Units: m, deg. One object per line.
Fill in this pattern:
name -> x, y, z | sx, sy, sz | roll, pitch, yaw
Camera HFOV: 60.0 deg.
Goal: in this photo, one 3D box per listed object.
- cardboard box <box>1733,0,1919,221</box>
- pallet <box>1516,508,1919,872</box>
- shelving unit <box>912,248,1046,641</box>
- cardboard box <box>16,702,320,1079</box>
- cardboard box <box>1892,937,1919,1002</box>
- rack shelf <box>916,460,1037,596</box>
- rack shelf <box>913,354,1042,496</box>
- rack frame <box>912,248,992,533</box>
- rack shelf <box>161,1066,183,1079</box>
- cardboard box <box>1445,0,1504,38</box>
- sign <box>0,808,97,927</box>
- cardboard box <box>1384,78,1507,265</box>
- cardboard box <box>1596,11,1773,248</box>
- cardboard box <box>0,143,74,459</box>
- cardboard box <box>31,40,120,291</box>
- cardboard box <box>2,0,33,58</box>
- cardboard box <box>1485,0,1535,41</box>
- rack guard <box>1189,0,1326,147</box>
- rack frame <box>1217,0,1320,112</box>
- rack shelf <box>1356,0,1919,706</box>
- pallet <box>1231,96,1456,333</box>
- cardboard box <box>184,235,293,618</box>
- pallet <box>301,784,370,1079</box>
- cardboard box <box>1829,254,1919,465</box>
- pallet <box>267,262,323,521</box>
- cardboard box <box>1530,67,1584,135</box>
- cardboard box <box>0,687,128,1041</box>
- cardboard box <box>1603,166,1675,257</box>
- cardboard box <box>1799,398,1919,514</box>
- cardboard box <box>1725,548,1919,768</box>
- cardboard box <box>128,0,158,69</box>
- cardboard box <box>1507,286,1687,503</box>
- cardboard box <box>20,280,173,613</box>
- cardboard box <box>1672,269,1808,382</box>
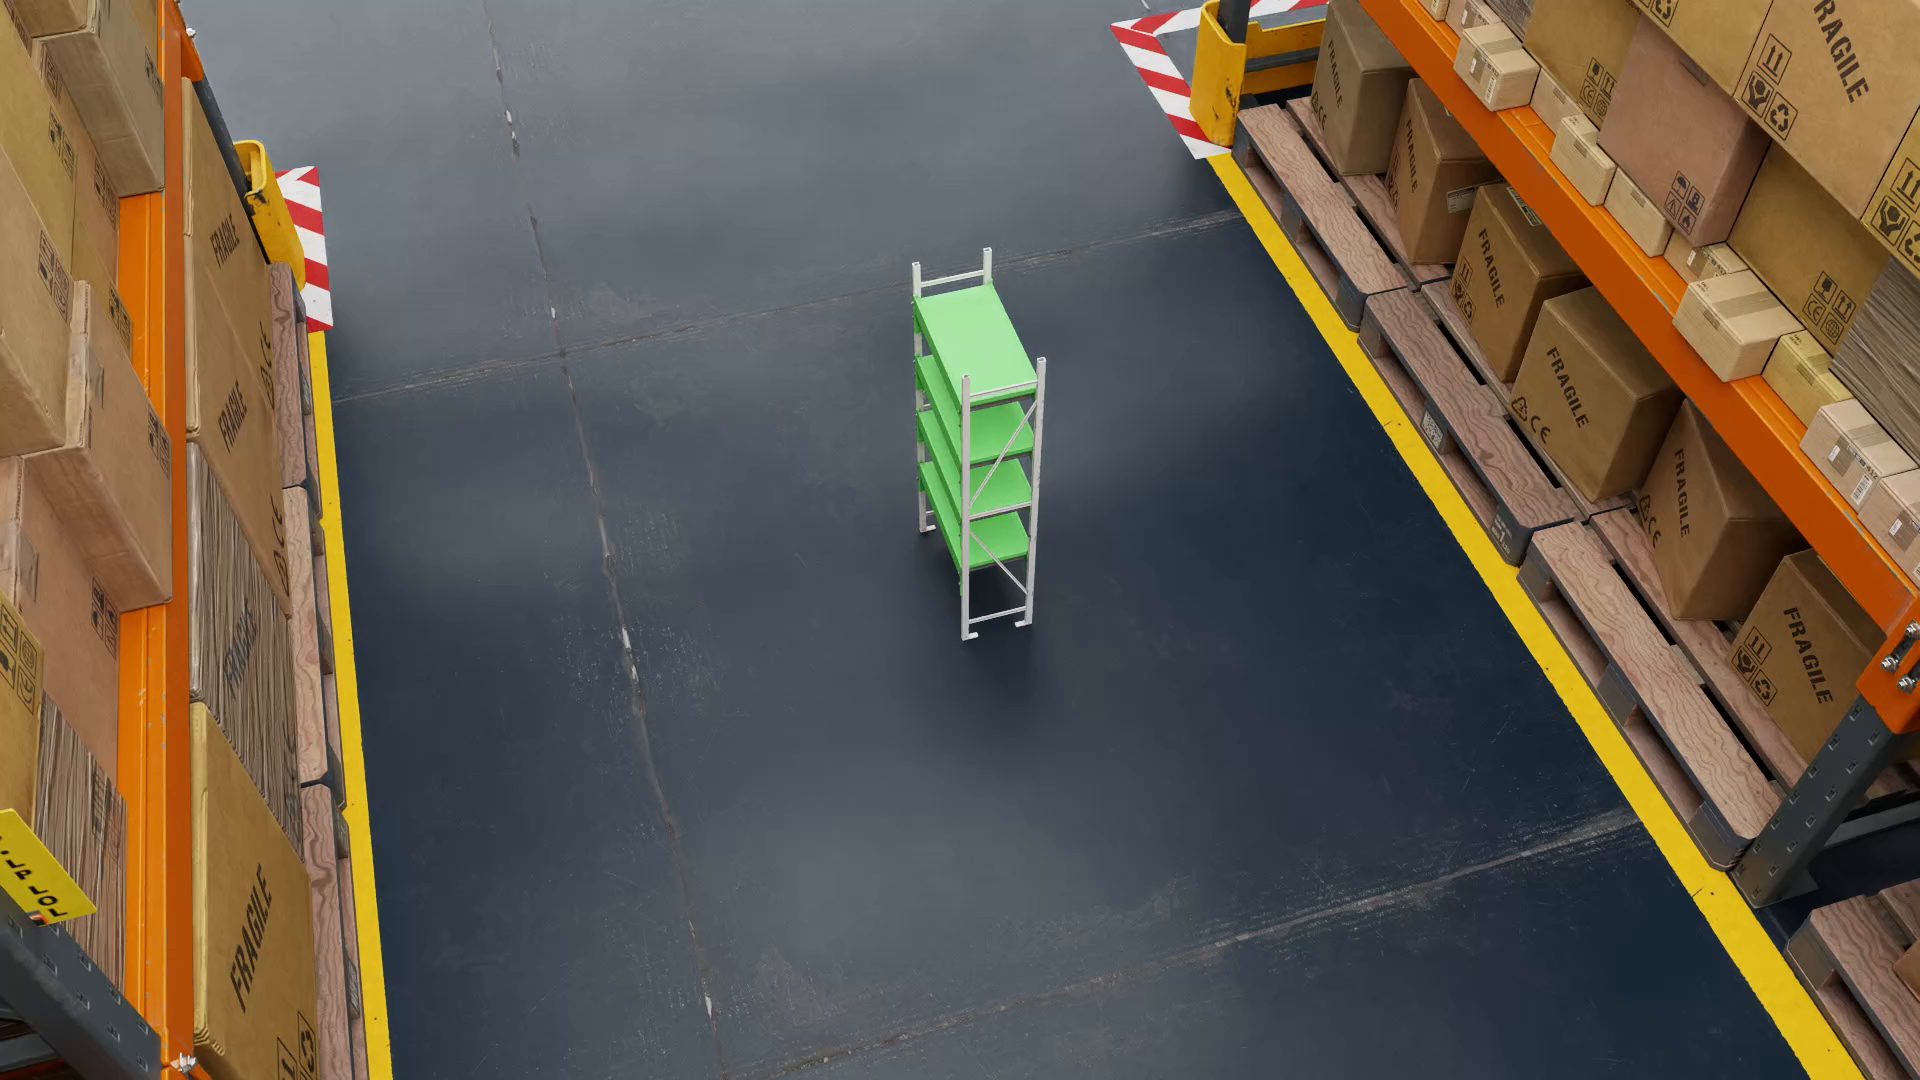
cardboard box -> 2.221, -1.127, 3.824 | 0.500, 0.500, 0.500 | -13, 51, -11
pallet -> 2.534, 0.371, 5.299 | 1.003, 0.211, 1.213 | -13, 51, -11
shelving unit -> 0.049, -0.266, 5.189 | 0.258, 1.200, 0.503 | -13, 51, -11
cardboard box -> -2.121, 1.077, 3.995 | 0.875, 0.875, 0.875 | -13, 51, -10
cardboard box -> 2.927, 1.072, 4.232 | 0.700, 0.500, 0.500 | -17, 52, -14
rack shelf -> 0.049, -0.070, 5.422 | 0.258, 0.148, 0.480 | -13, 51, -11
rack shelf -> 0.049, -0.379, 5.055 | 0.258, 0.148, 0.480 | -13, 51, -11
rack frame -> -0.023, -0.444, 5.340 | 0.240, 1.200, 0.015 | -13, 51, -11
rack shelf -> -1.410, 2.695, 1.987 | 1.077, 0.370, 4.000 | -13, 51, -11
cardboard box -> 1.816, -1.712, 5.396 | 0.380, 0.149, 0.250 | -13, 51, -11
sign -> -1.486, 0.525, 2.640 | 0.100, 0.325, 0.005 | -13, 51, -11
cardboard box -> 1.961, -1.408, 6.335 | 0.500, 0.500, 0.500 | -2, 50, -1
cardboard box -> 2.334, -1.232, 4.566 | 0.875, 0.500, 0.500 | -13, 51, -11
cardboard box -> -2.380, -0.472, 3.382 | 0.875, 0.550, 0.550 | -13, 51, -11
cardboard box -> -2.803, -0.873, 4.426 | 0.875, 0.550, 0.550 | -13, 51, -11
cardboard box -> -2.825, -1.215, 4.008 | 0.875, 0.550, 0.550 | -13, 51, -11
cardboard box -> 2.089, -1.974, 5.192 | 0.875, 0.500, 0.500 | -13, 51, -11
rack guard -> 1.606, -2.106, 7.198 | 1.175, 0.500, 0.348 | -13, 51, -11
rack frame -> 1.583, -2.967, 6.289 | 1.000, 3.000, 0.127 | -13, 51, -11
rack shelf -> 2.175, -1.274, 5.333 | 1.077, 0.370, 4.000 | -13, 51, -11
pallet -> 1.812, -1.411, 6.802 | 1.003, 0.211, 1.213 | -13, 51, -11
cardboard box -> -2.659, -0.247, 5.111 | 0.875, 0.875, 0.875 | -14, 51, -12
pallet -> -2.152, 1.328, 4.492 | 1.003, 0.211, 1.213 | -13, 51, -11
cardboard box -> 2.692, -0.516, 3.963 | 0.875, 0.500, 0.500 | -13, 51, -11
pallet -> -2.874, -0.454, 5.995 | 1.003, 0.211, 1.213 | -13, 51, -11
cardboard box -> 1.991, -1.354, 5.094 | 0.380, 0.149, 0.250 | -13, 51, -11
cardboard box -> -2.122, 0.687, 3.111 | 0.875, 0.550, 0.550 | -13, 51, -11
cardboard box -> 2.099, -0.979, 4.778 | 0.380, 0.149, 0.250 | -13, 51, -11
cardboard box -> 2.357, -0.240, 4.154 | 0.380, 0.149, 0.250 | -13, 51, -11
cardboard box -> 2.686, 0.324, 4.875 | 0.500, 0.500, 0.500 | -15, 51, -12
cardboard box -> -3.032, -1.707, 5.129 | 0.875, 0.550, 0.550 | -13, 51, -11
cardboard box -> 2.251, -0.528, 5.594 | 0.500, 0.500, 0.500 | -17, 52, -14
cardboard box -> -2.354, -0.130, 3.800 | 0.875, 0.550, 0.550 | -13, 51, -11
cardboard box -> 2.160, -0.593, 4.452 | 0.380, 0.149, 0.250 | -13, 51, -11
